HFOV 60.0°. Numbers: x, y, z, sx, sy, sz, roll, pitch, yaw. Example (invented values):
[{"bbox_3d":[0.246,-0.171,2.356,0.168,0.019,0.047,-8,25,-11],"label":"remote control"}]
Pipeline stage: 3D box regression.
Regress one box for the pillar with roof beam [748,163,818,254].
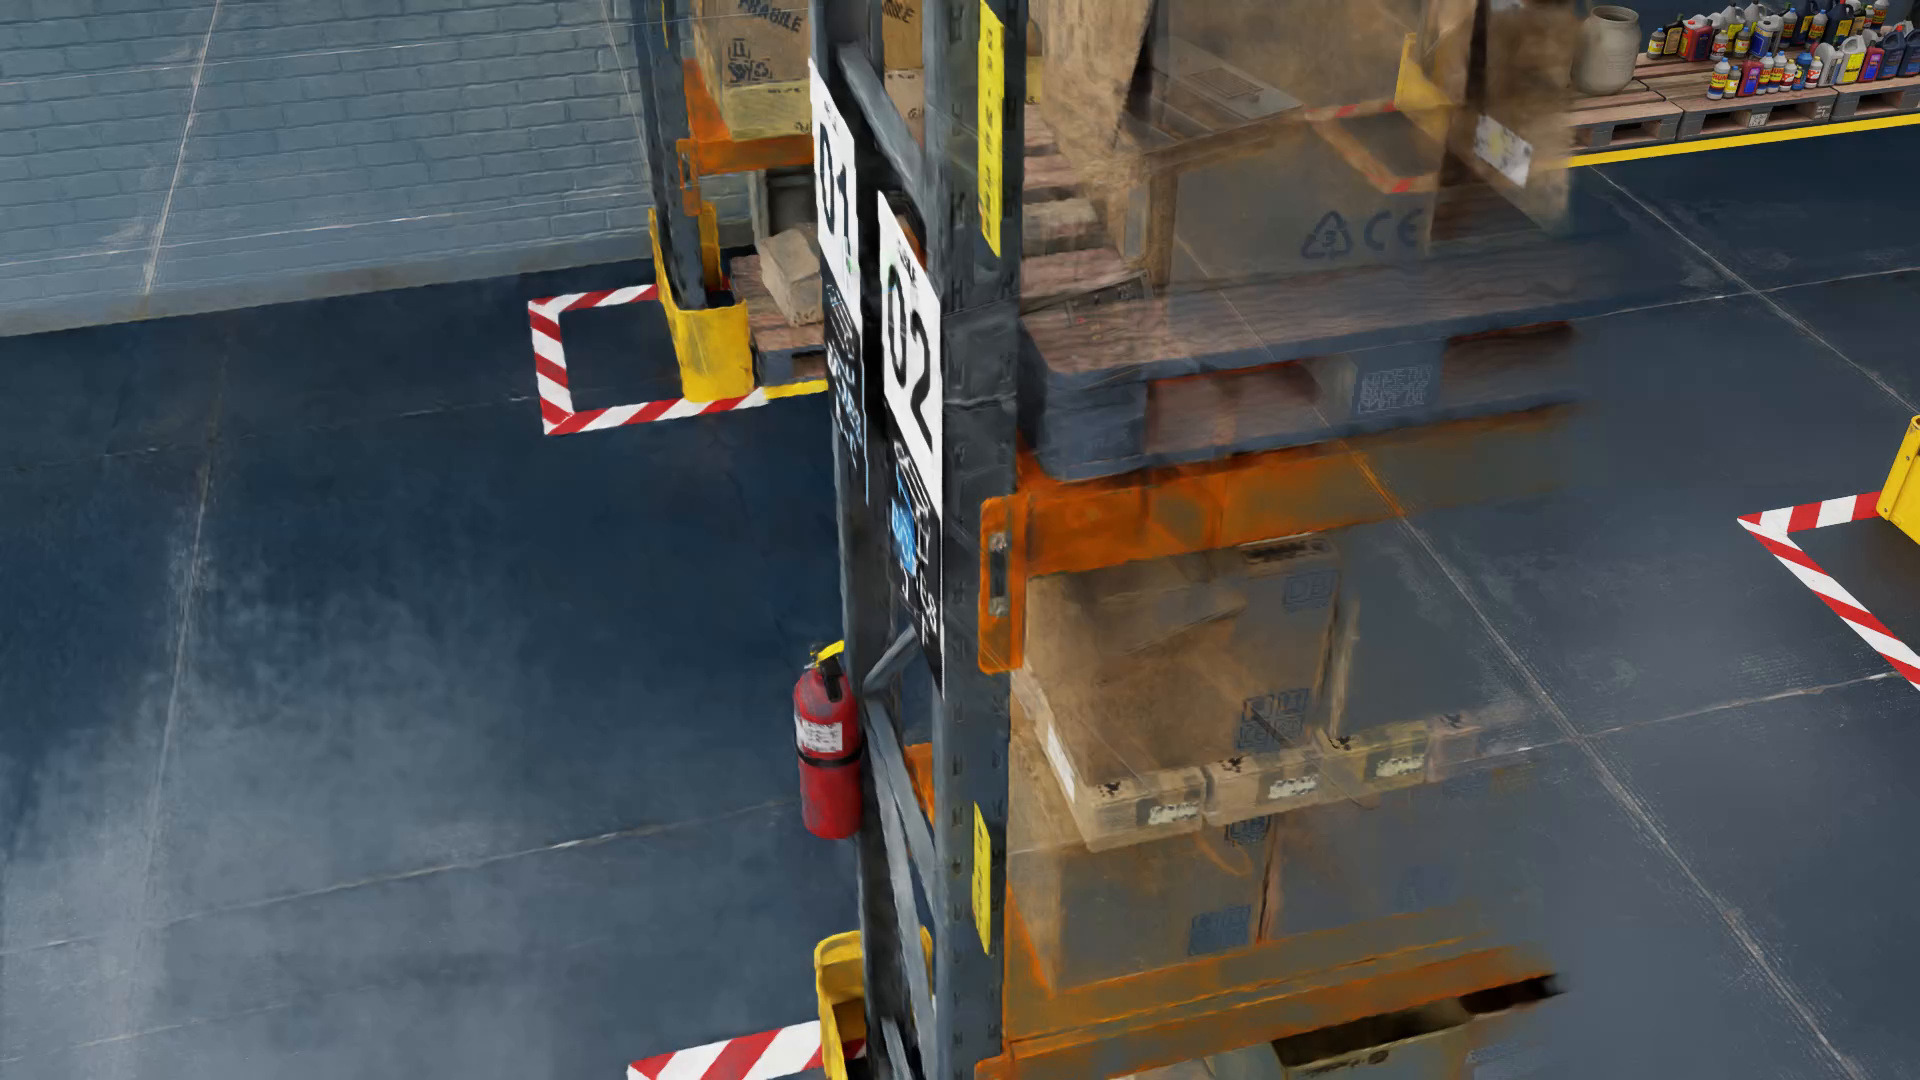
[{"bbox_3d":[2.300,-10.222,13.706,0.400,9.000,9.100,-9,38,-12],"label":"pillar with roof beam"}]
